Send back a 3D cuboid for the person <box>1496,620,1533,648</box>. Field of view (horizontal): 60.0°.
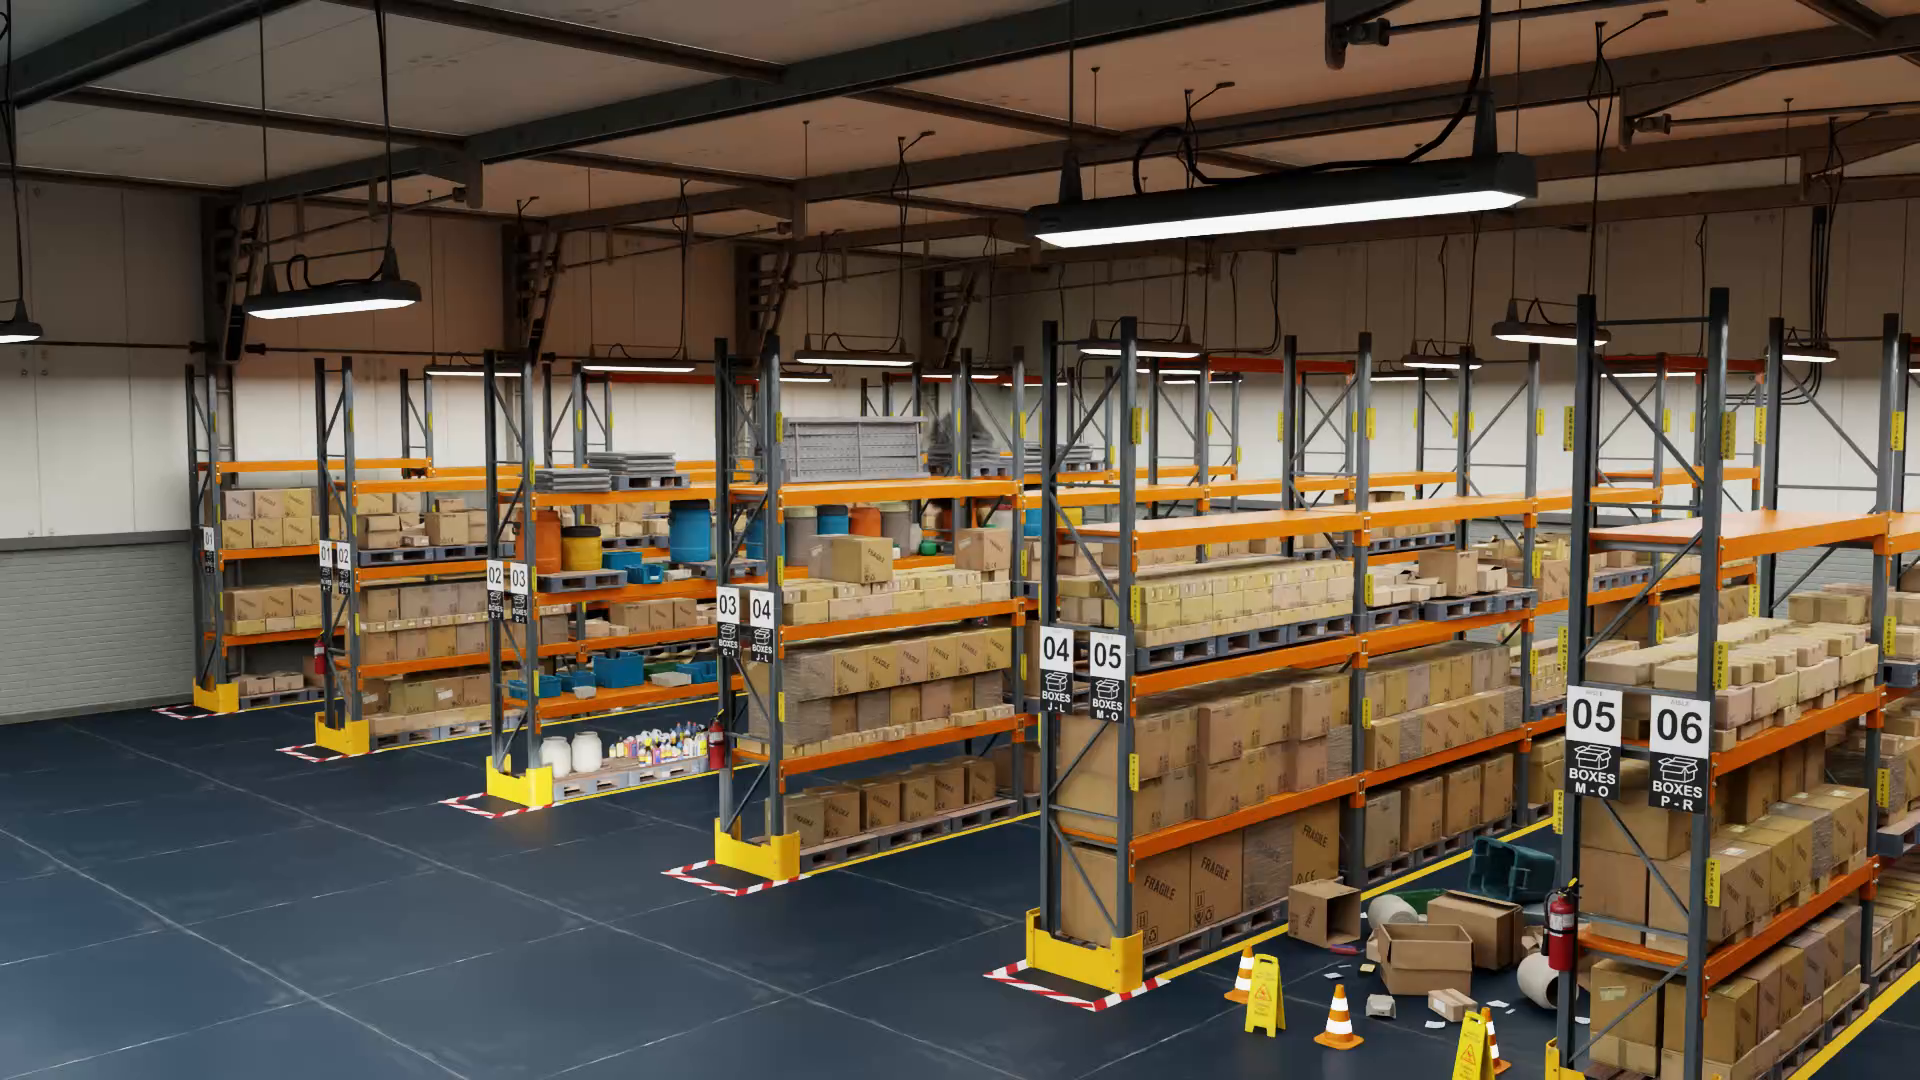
[{"bbox_3d":[9.798,2.076,29.432,0.556,1.699,0.837,4,6,41],"label":"person"}]
